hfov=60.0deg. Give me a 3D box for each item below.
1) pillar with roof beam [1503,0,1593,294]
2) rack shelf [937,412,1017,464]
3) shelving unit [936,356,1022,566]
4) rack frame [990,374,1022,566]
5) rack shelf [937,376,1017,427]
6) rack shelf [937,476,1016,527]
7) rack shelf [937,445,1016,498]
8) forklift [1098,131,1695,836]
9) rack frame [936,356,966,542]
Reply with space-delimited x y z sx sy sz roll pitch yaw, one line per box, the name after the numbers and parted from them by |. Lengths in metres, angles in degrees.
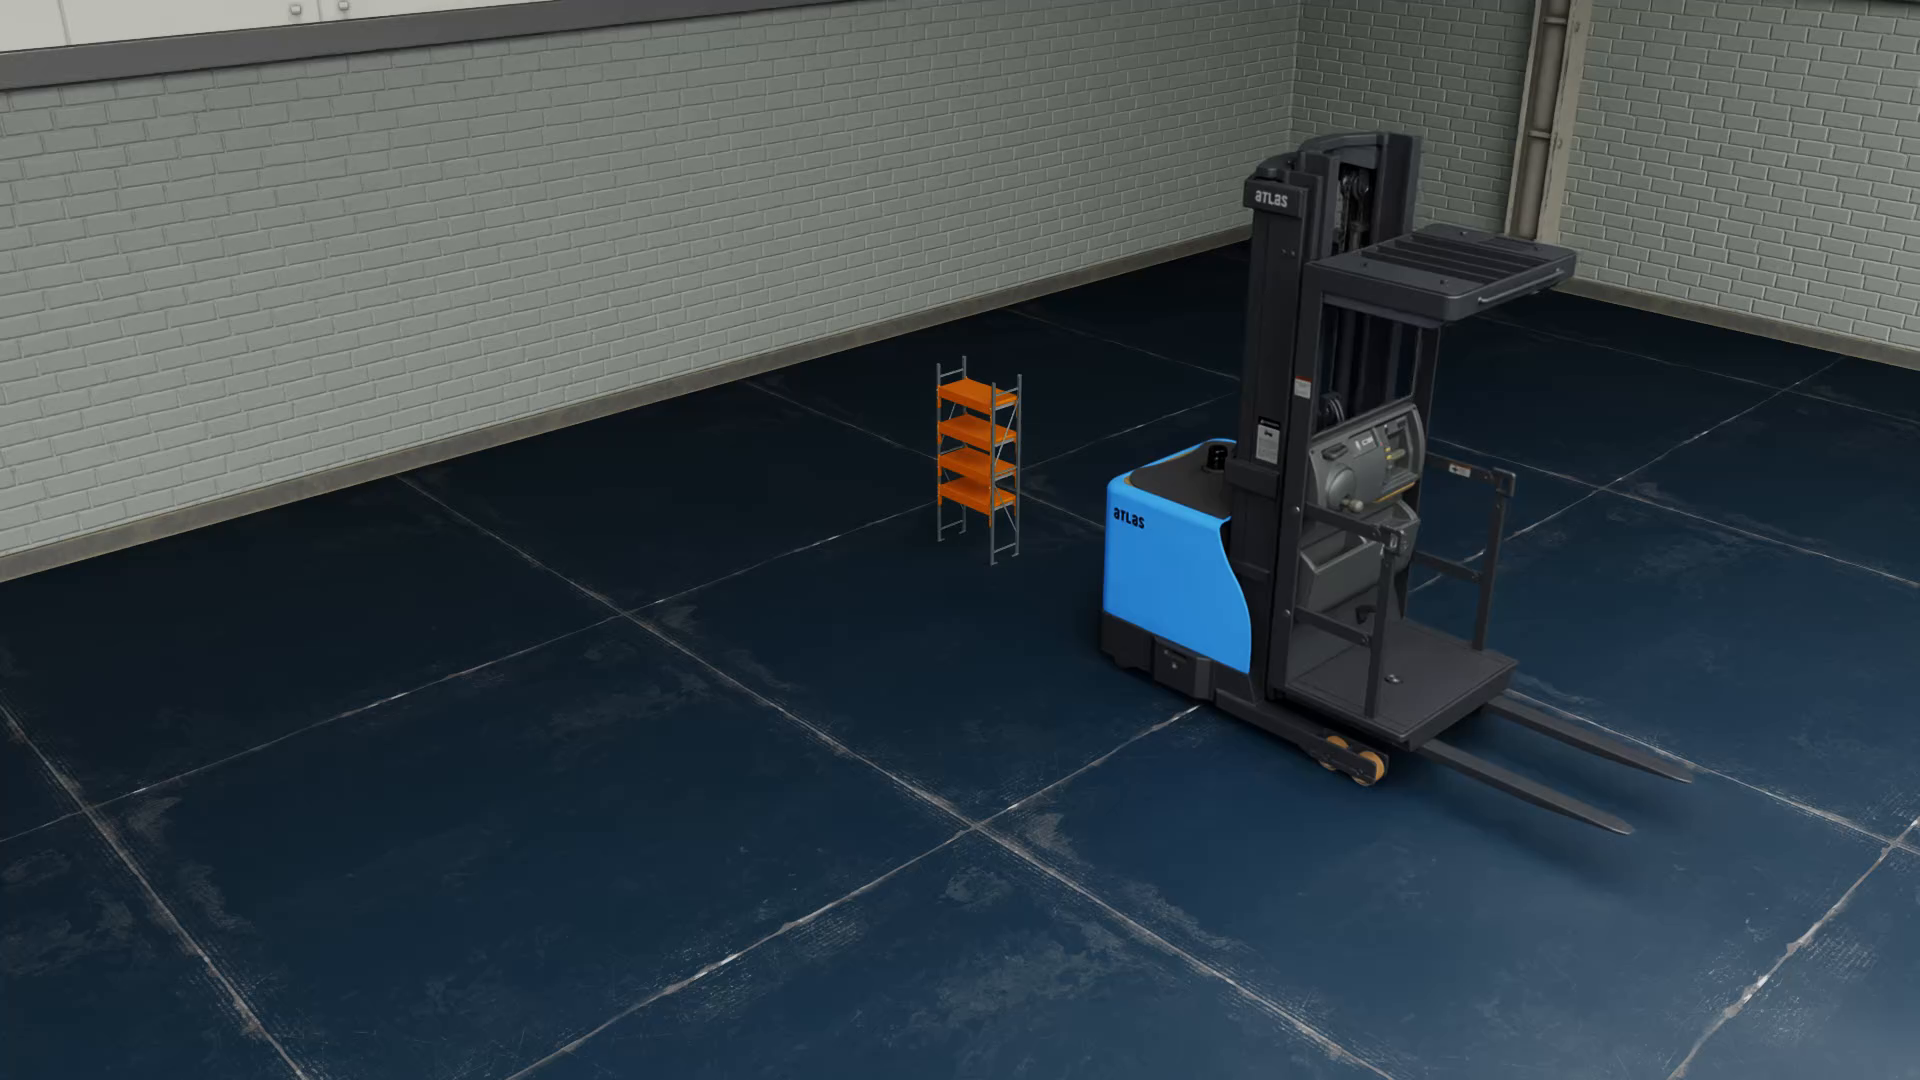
2.313 -5.325 11.580 9.100 9.000 0.400 -21 32 -38 | pillar with roof beam
0.113 -0.638 10.326 0.258 0.148 0.480 -21 32 -38 | rack shelf
0.113 -0.496 10.391 0.258 1.200 0.503 -21 32 -38 | shelving unit
0.280 -0.422 10.229 0.240 1.200 0.015 -21 32 -38 | rack frame
0.113 -0.853 10.228 0.258 0.148 0.480 -21 32 -38 | rack shelf
0.113 -0.254 10.501 0.258 0.148 0.480 -21 32 -38 | rack shelf
0.113 -0.435 10.419 0.258 0.148 0.480 -21 32 -38 | rack shelf
2.151 -0.375 8.041 1.130 2.935 3.031 -22 32 -39 | forklift
-0.054 -0.570 10.553 0.240 1.200 0.015 -21 32 -38 | rack frame
